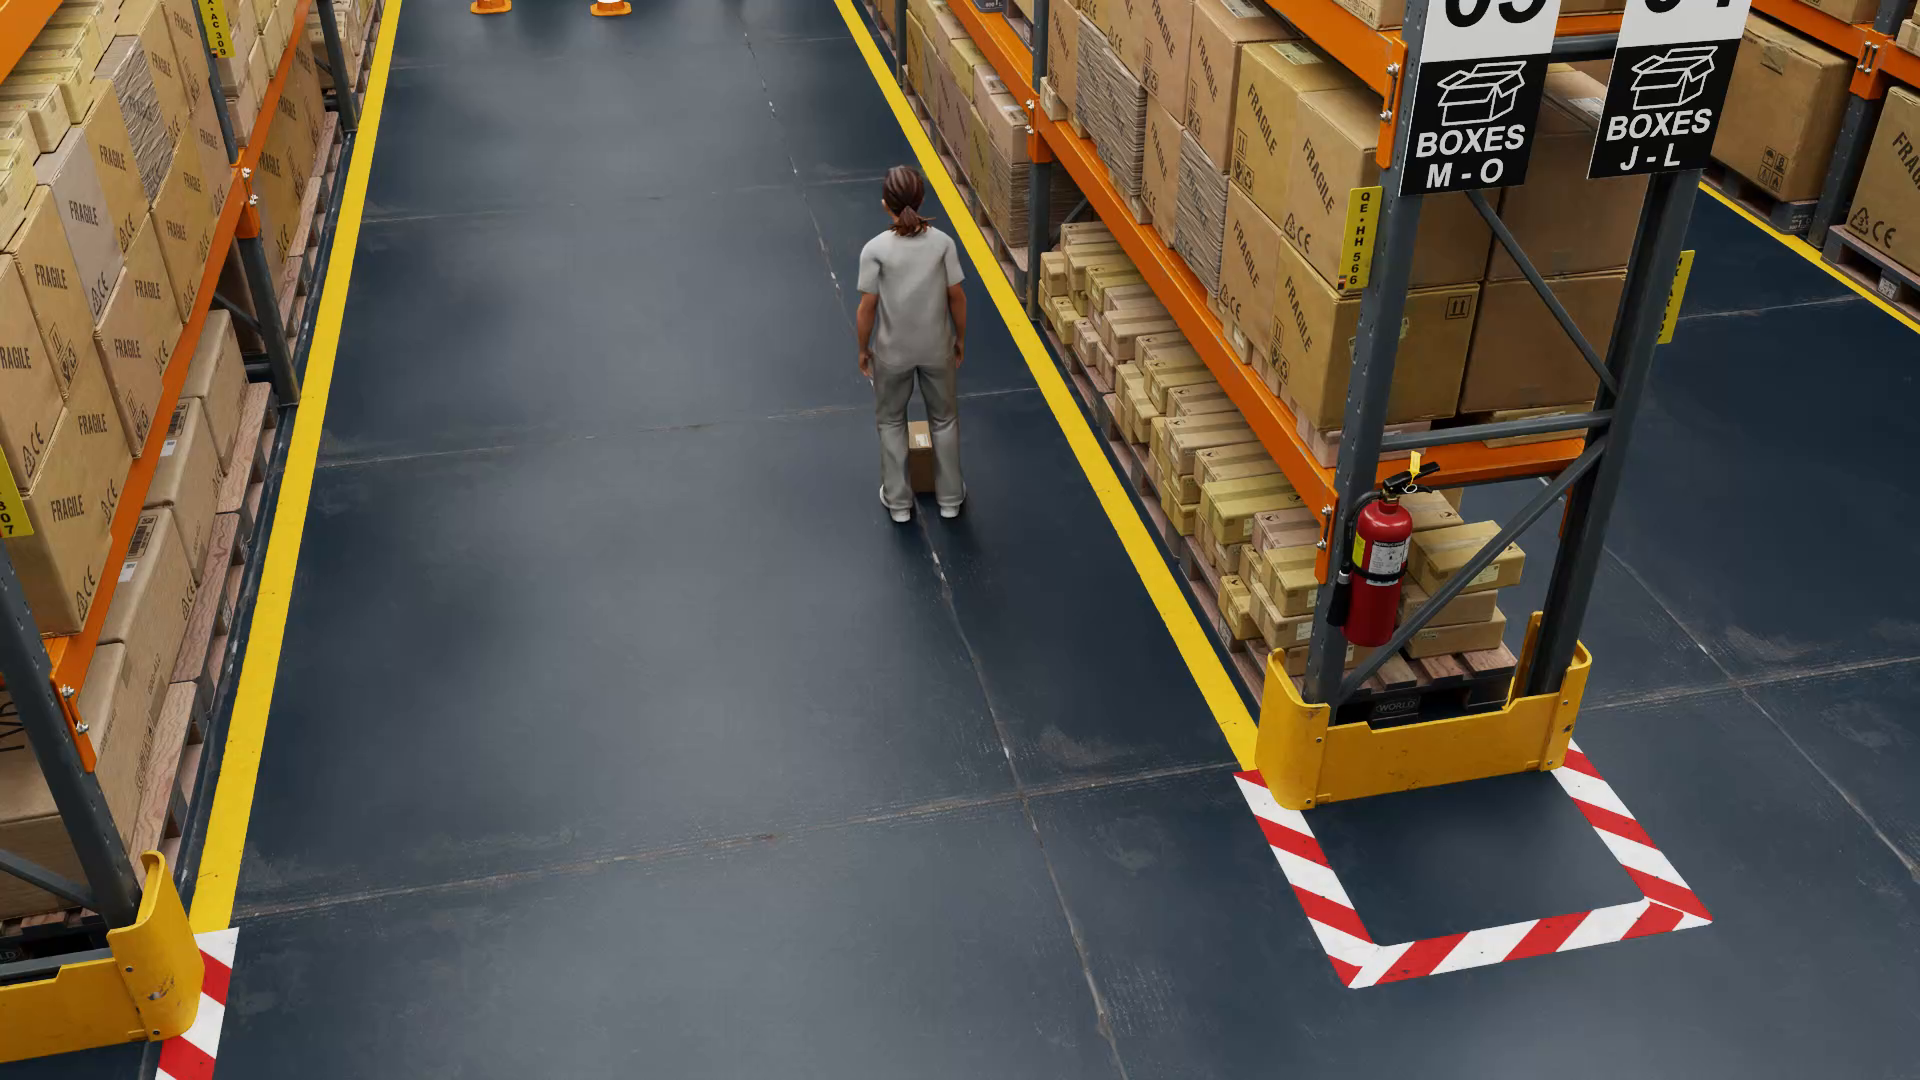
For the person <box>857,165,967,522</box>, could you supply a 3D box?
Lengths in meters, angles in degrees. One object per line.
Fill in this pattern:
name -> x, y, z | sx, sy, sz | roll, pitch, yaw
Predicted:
person -> -0.204, -0.841, 7.371 | 0.509, 1.671, 0.361 | -6, 35, -8
